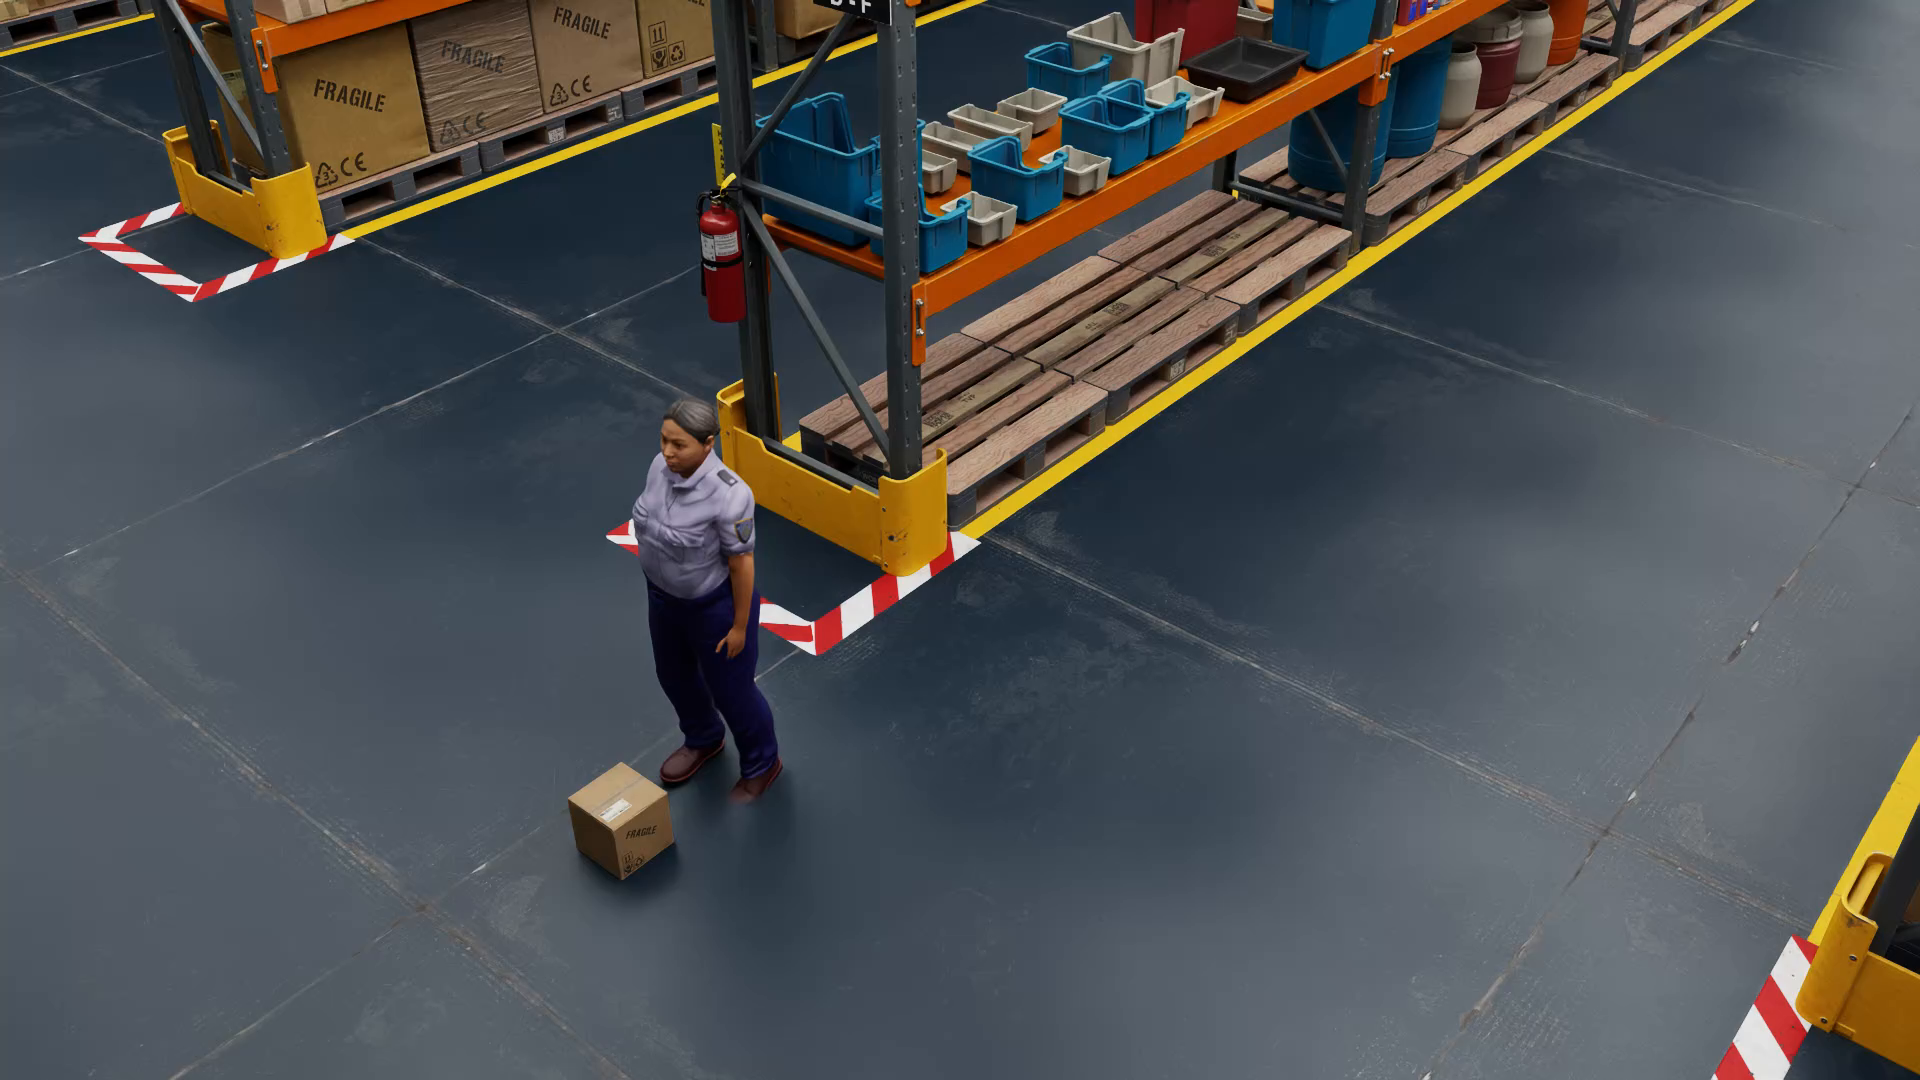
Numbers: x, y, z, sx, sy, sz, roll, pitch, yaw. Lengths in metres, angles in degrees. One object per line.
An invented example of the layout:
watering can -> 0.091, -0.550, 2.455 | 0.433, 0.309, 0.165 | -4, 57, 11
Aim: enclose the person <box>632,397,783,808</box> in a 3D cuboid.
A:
person -> -0.897, 0.242, 5.851 | 0.467, 1.682, 0.360 | 27, 43, 33
